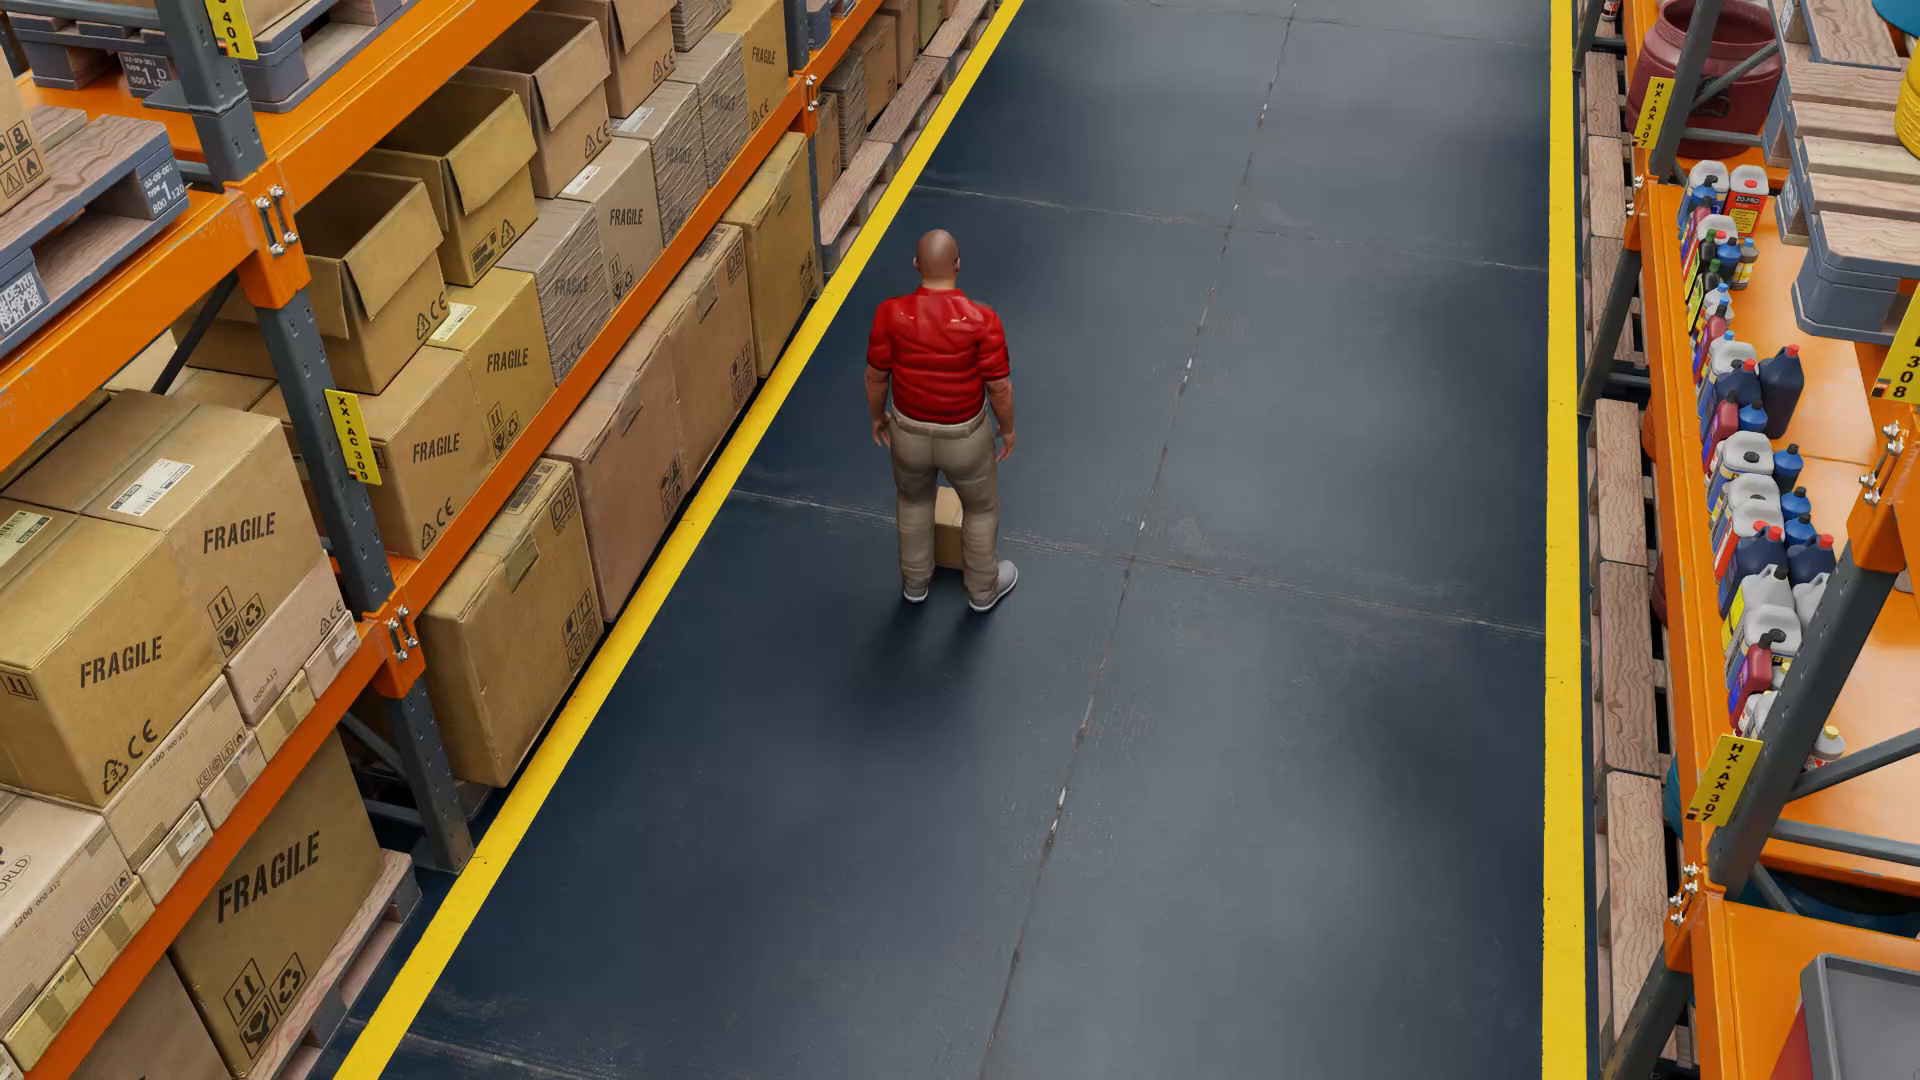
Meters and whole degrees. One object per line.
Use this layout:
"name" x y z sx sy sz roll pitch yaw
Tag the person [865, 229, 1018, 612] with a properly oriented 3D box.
"person" -0.068 -0.446 6.685 0.606 1.728 0.386 8 41 9
